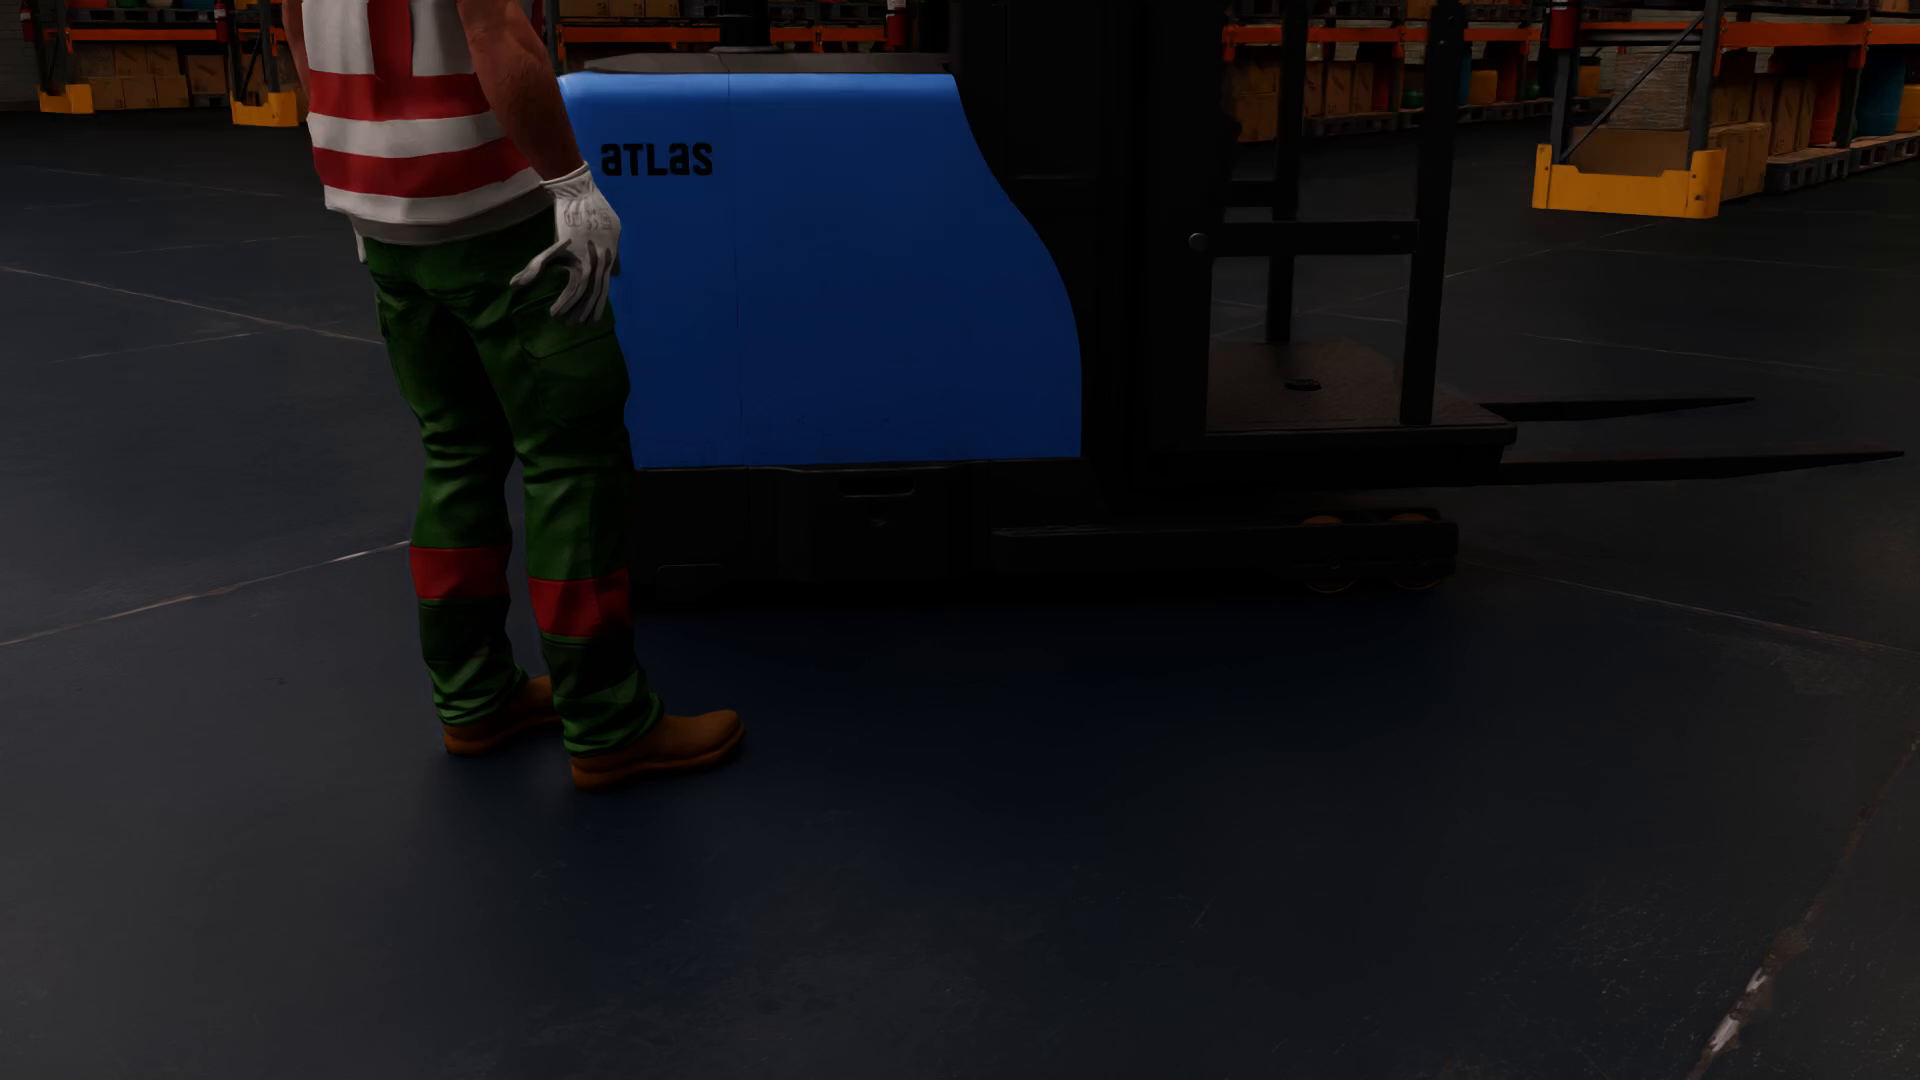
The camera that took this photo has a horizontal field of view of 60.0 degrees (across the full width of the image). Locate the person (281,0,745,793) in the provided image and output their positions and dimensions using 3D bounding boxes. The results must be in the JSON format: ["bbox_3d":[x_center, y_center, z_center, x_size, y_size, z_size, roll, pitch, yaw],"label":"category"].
[{"bbox_3d":[-0.711,-0.507,2.531,0.677,1.793,0.491,15,22,40],"label":"person"}]

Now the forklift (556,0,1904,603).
[{"bbox_3d":[0.642,-1.438,3.633,3.031,2.935,1.130,-2,17,-6],"label":"forklift"}]
